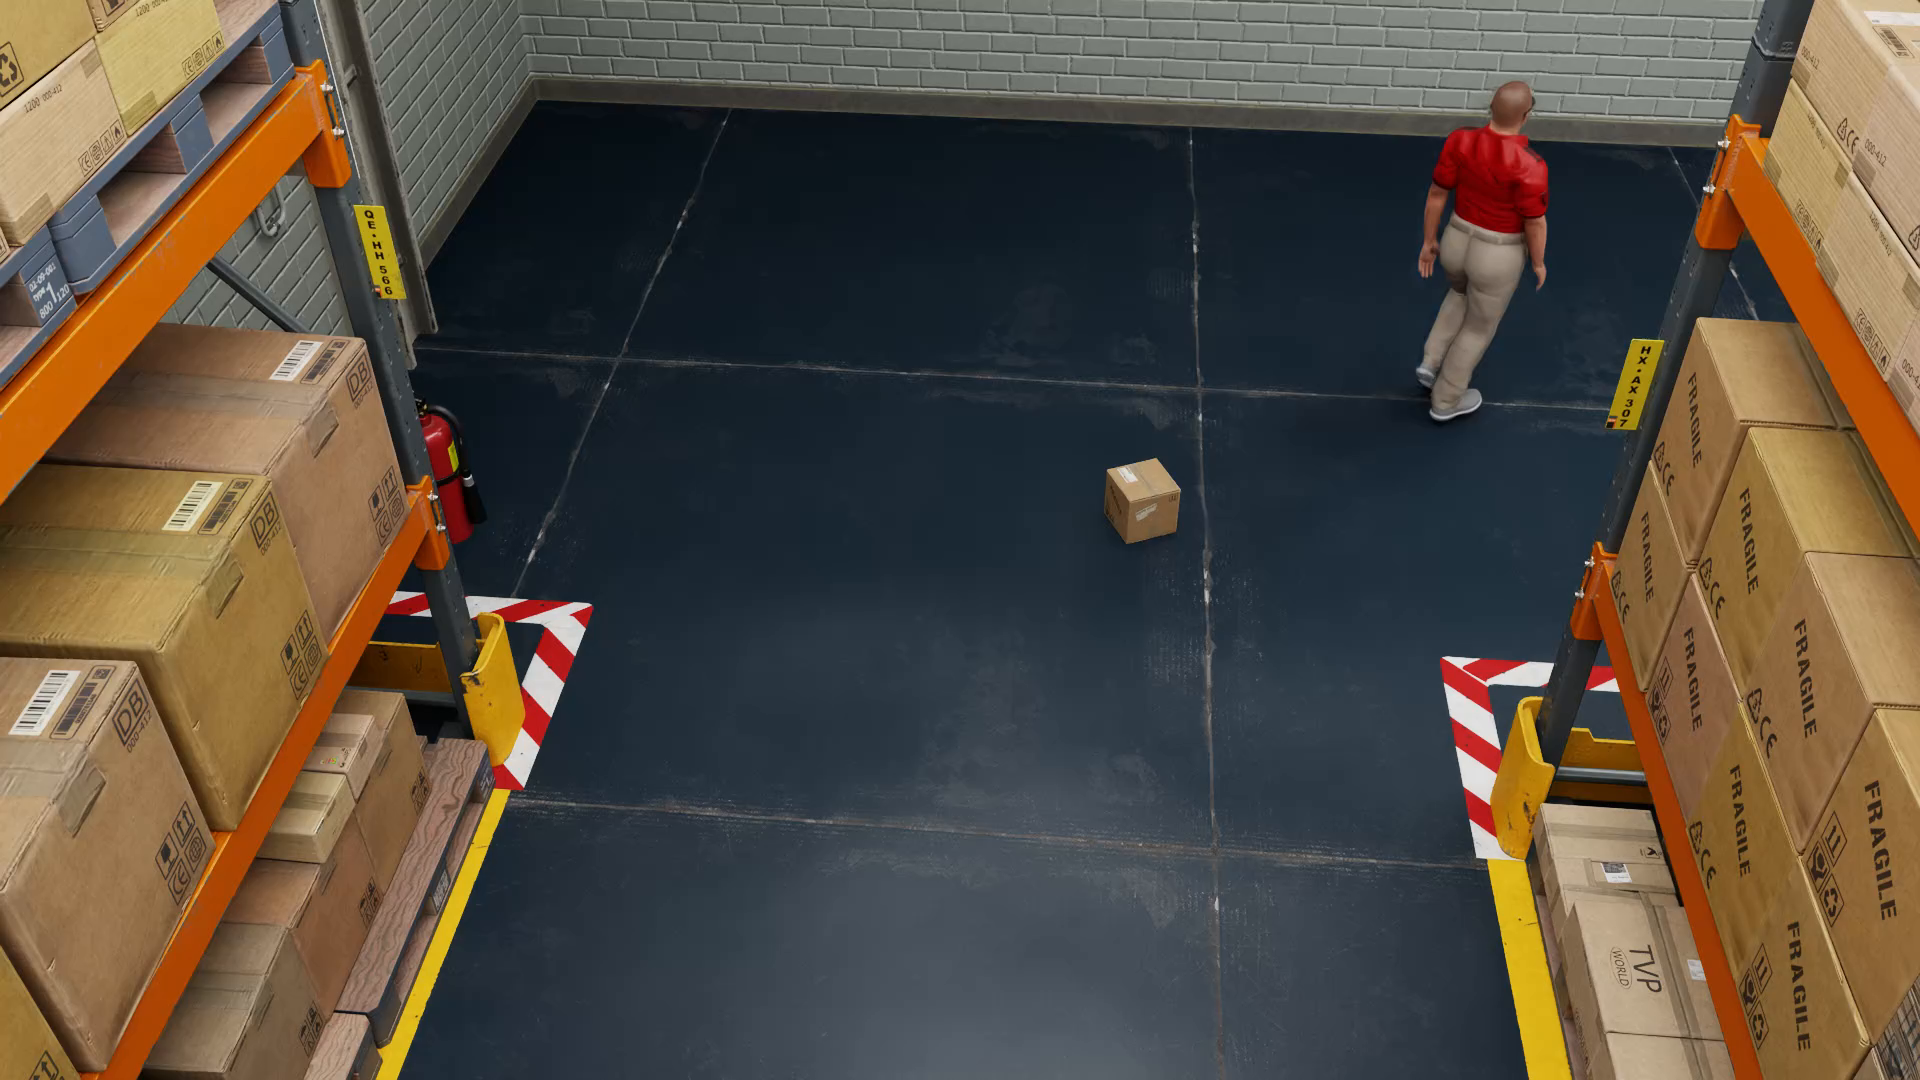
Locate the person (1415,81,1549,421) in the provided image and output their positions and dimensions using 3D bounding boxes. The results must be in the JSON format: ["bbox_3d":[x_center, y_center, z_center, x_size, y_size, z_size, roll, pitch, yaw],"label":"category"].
[{"bbox_3d":[2.471,-1.331,7.779,0.468,1.776,0.538,-27,47,-29],"label":"person"}]
